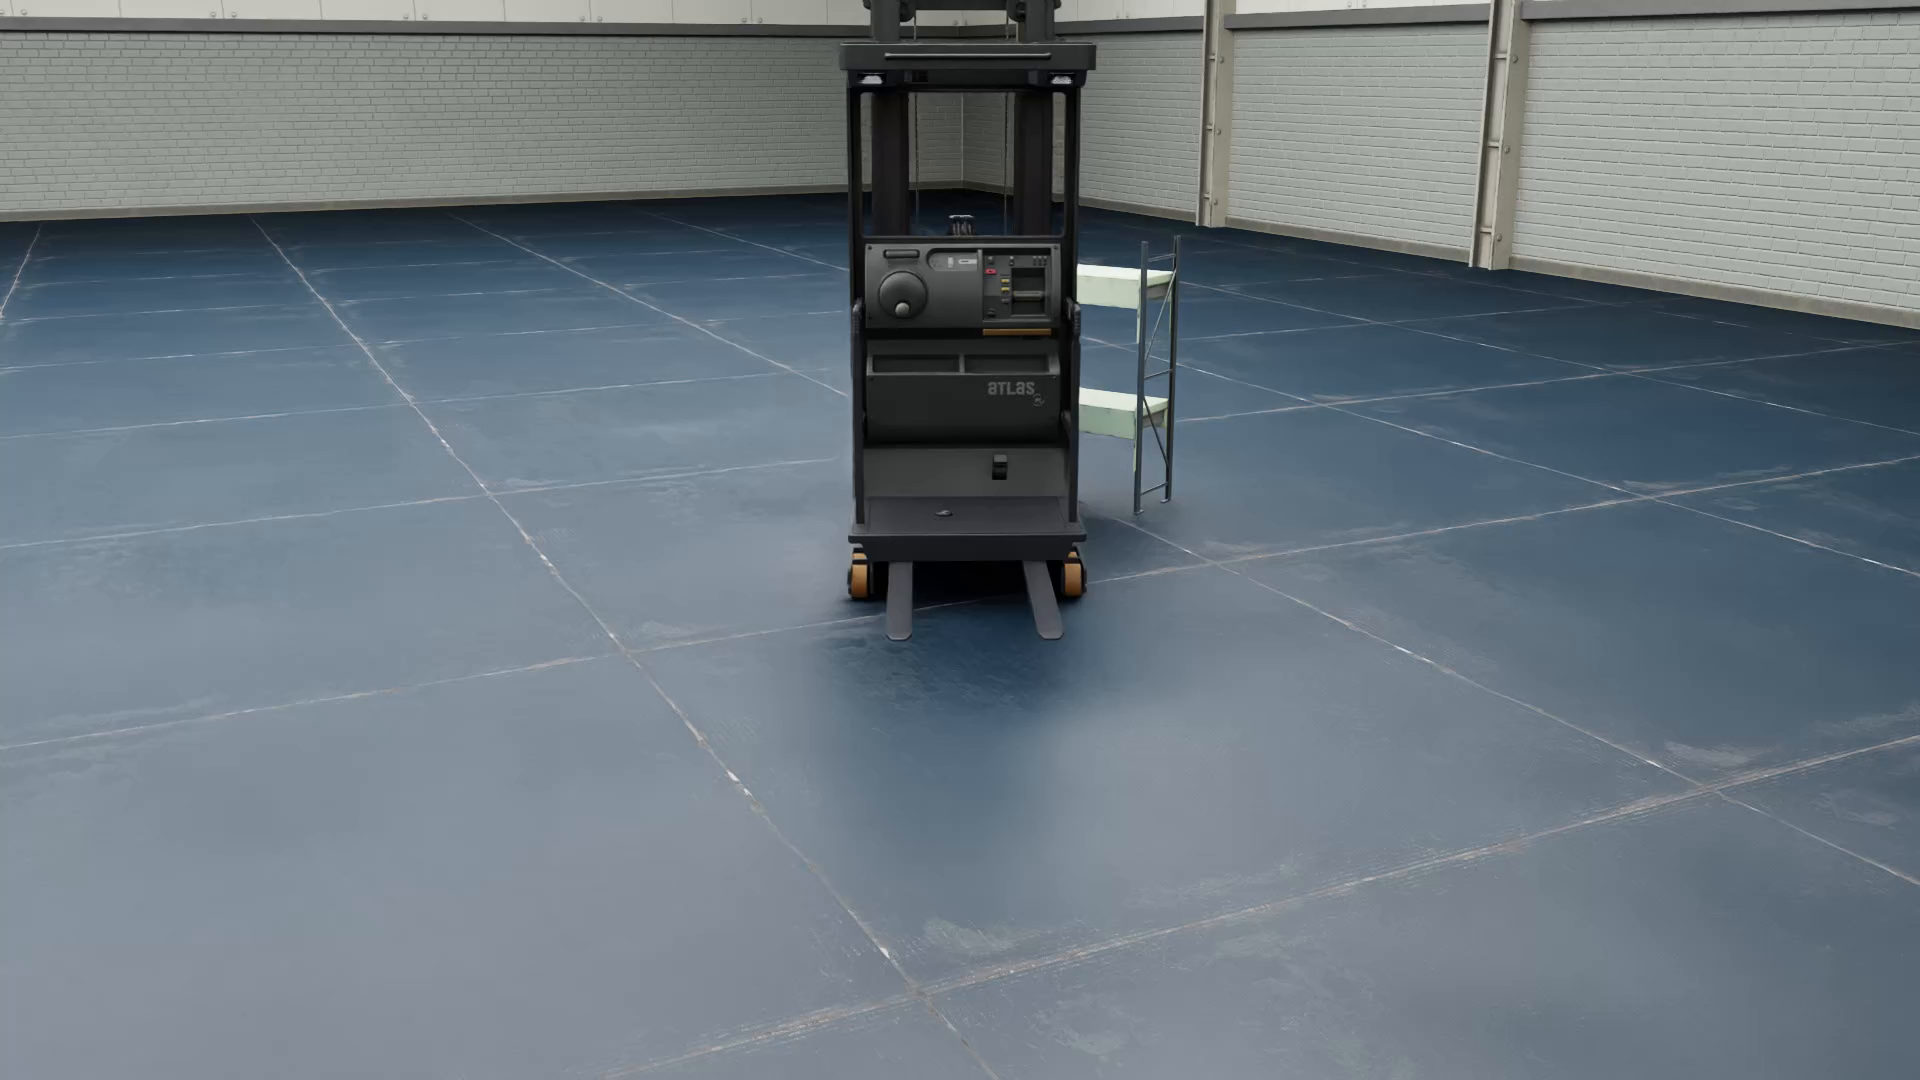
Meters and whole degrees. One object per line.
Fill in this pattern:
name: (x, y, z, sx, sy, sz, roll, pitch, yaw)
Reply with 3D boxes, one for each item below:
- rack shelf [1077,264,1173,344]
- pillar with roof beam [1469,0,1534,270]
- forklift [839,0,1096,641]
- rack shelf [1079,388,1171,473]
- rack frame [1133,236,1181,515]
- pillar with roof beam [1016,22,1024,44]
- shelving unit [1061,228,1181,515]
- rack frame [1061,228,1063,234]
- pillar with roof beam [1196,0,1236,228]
rack shelf: (0.790, -1.341, 9.289, 0.720, 0.370, 0.431, 11, 19, 34)
pillar with roof beam: (2.624, -7.148, 17.346, 9.100, 9.000, 0.400, -8, 18, -25)
forklift: (0.022, -1.220, 7.689, 1.130, 2.935, 3.031, 0, 16, -1)
rack shelf: (0.790, -0.652, 9.487, 0.720, 0.370, 0.431, 11, 19, 34)
rack frame: (1.089, -0.908, 9.194, 0.023, 1.500, 0.400, 11, 19, 34)
pillar with roof beam: (-2.633, -10.124, 27.715, 9.100, 9.000, 0.400, -8, 18, -25)
shelving unit: (0.790, -0.966, 9.397, 0.755, 1.500, 0.431, 11, 19, 34)
rack frame: (0.491, -1.024, 9.600, 0.023, 1.500, 0.400, 11, 19, 34)
pillar with roof beam: (-0.005, -8.636, 22.530, 9.100, 9.000, 0.400, -8, 18, -25)
